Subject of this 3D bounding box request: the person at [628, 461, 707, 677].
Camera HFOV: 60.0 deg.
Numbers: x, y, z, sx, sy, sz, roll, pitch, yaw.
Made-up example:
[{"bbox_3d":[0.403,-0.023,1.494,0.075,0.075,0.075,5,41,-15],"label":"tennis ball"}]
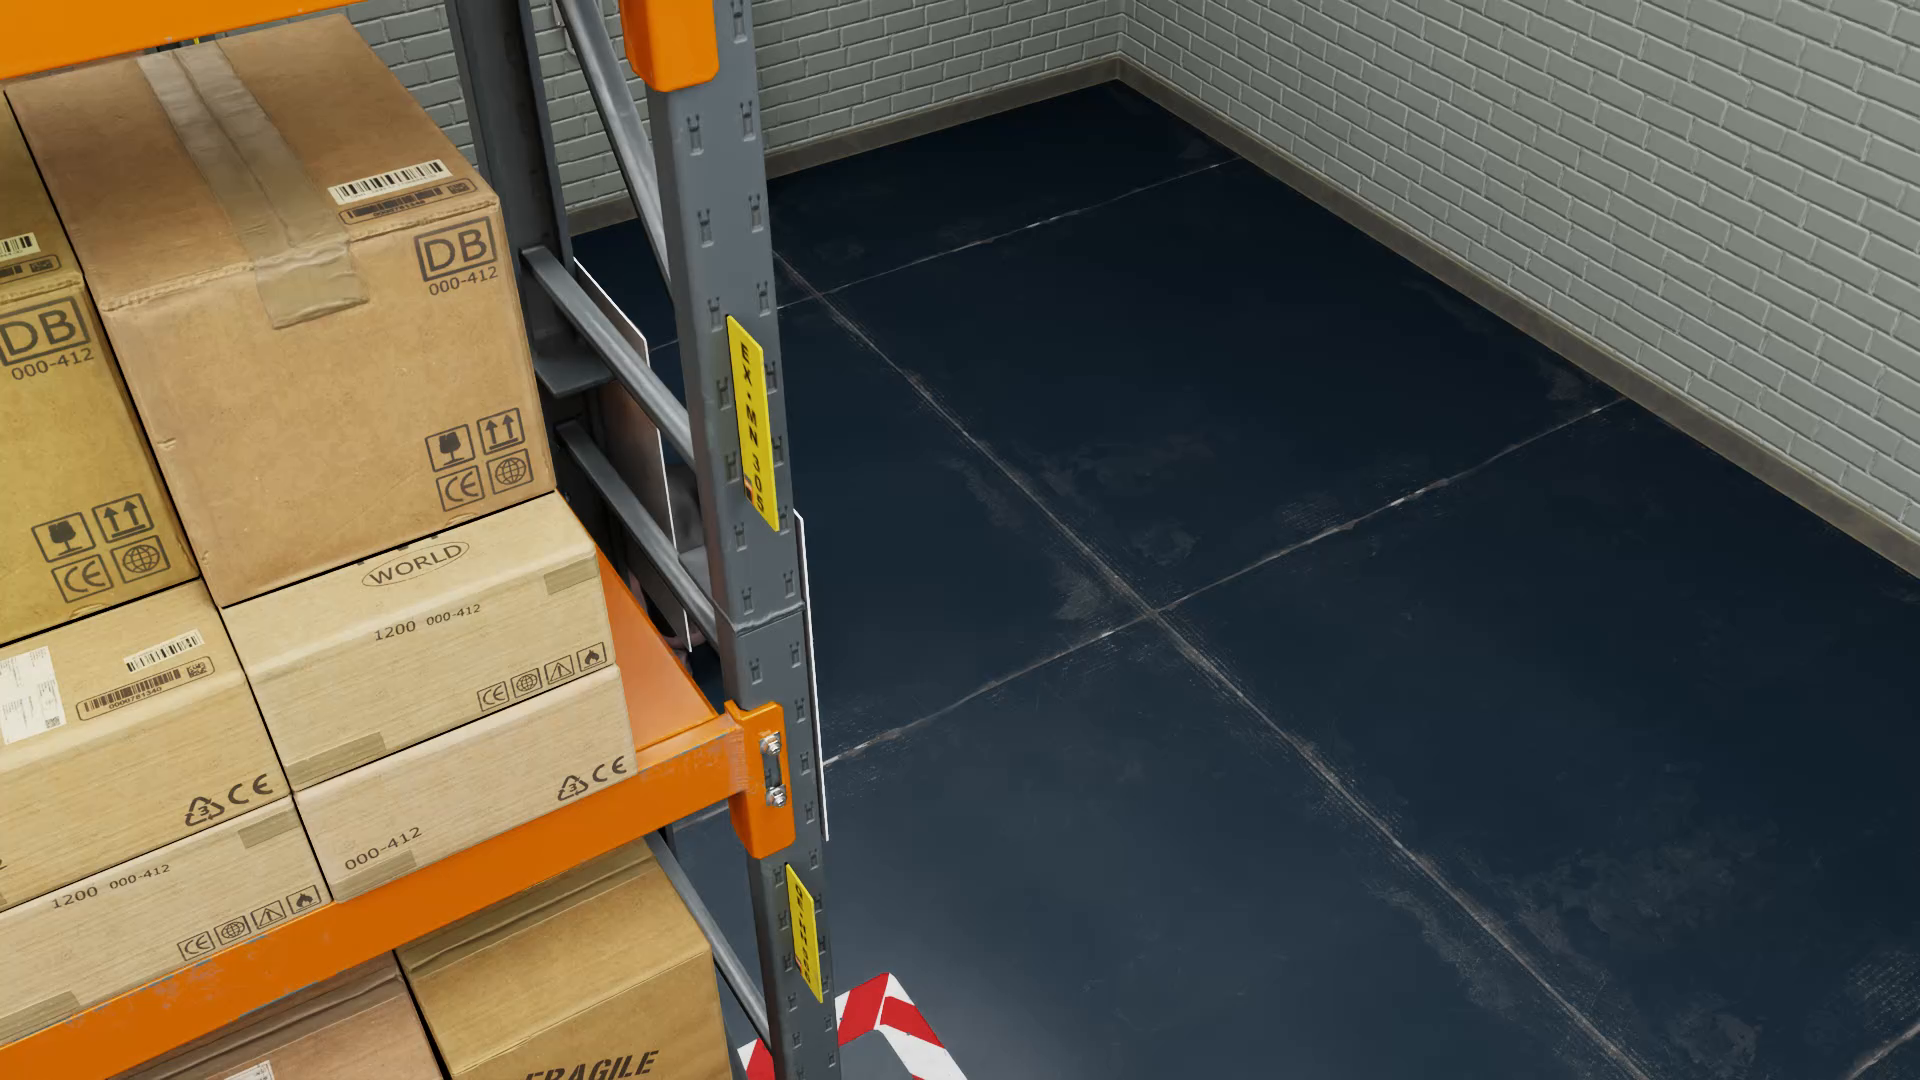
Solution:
[{"bbox_3d":[-1.177,0.099,6.727,0.529,0.870,0.856,-23,45,-24],"label":"person"}]
